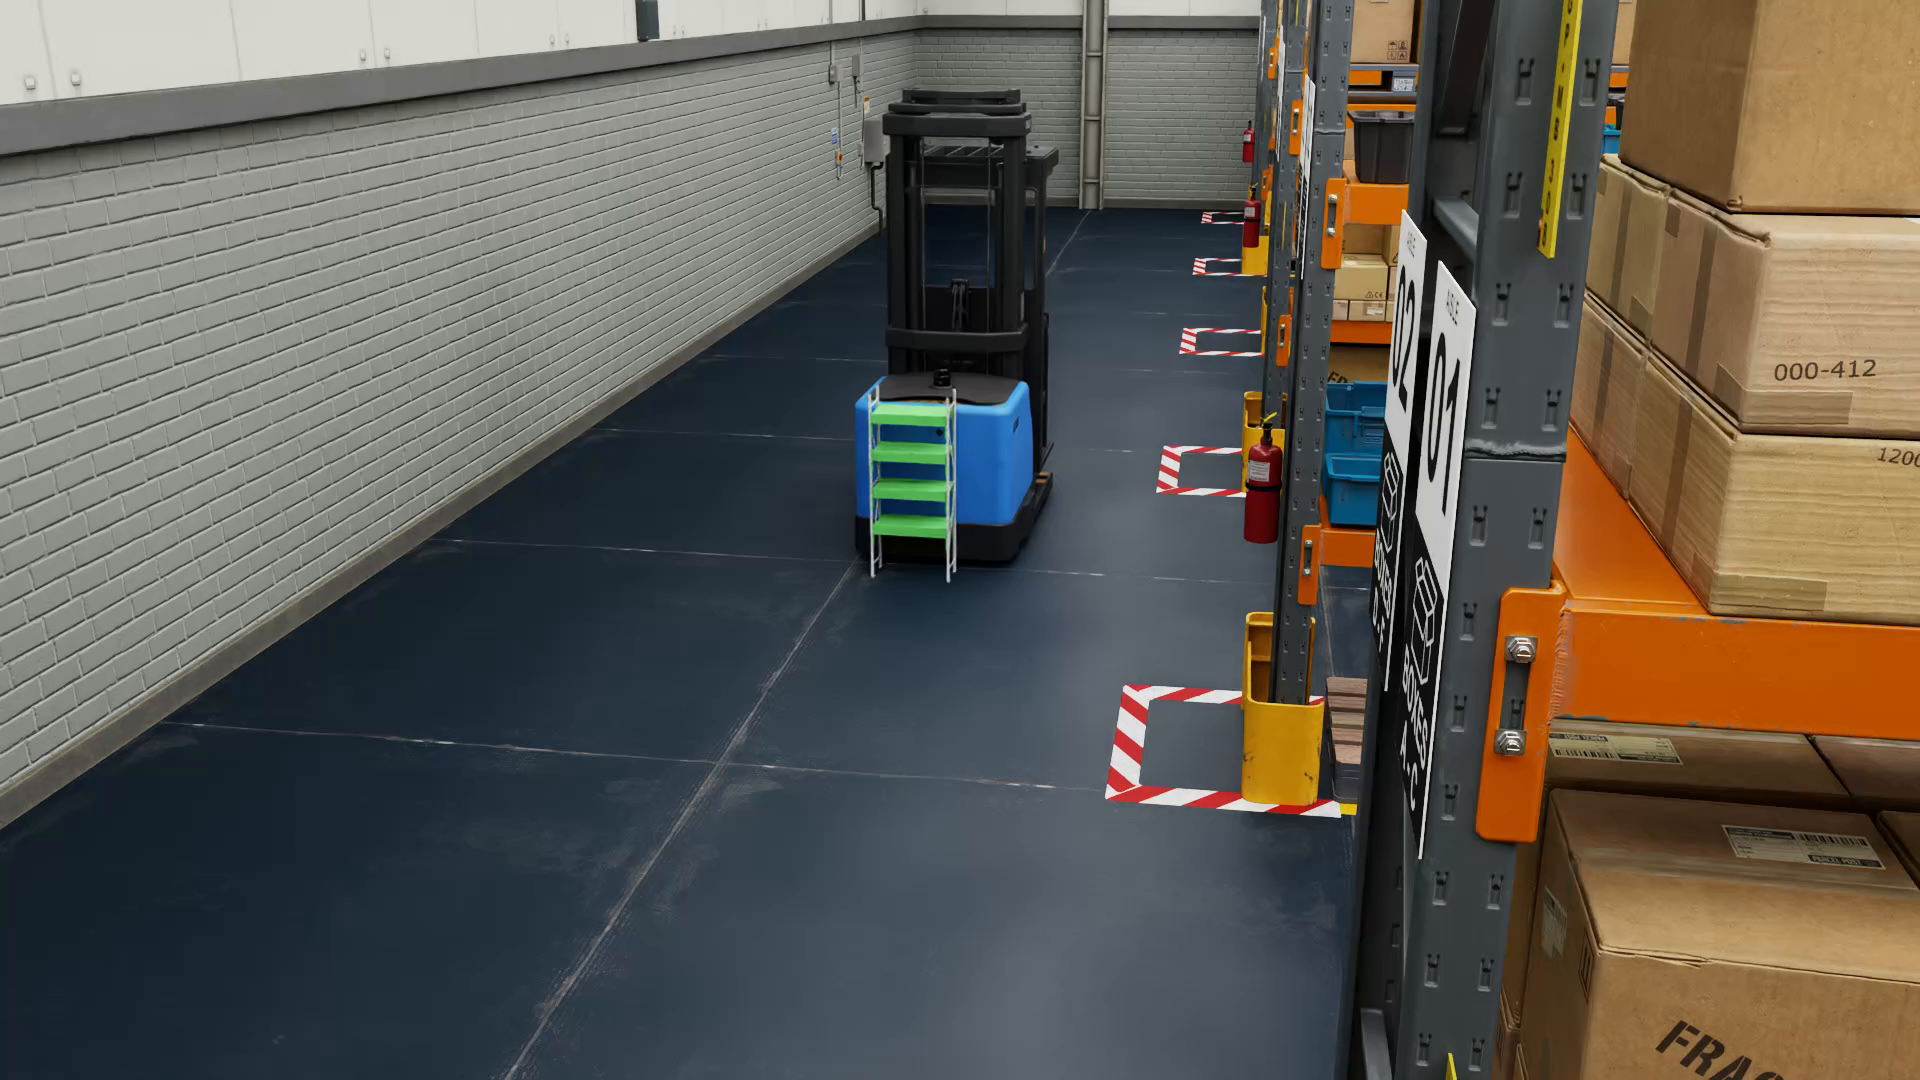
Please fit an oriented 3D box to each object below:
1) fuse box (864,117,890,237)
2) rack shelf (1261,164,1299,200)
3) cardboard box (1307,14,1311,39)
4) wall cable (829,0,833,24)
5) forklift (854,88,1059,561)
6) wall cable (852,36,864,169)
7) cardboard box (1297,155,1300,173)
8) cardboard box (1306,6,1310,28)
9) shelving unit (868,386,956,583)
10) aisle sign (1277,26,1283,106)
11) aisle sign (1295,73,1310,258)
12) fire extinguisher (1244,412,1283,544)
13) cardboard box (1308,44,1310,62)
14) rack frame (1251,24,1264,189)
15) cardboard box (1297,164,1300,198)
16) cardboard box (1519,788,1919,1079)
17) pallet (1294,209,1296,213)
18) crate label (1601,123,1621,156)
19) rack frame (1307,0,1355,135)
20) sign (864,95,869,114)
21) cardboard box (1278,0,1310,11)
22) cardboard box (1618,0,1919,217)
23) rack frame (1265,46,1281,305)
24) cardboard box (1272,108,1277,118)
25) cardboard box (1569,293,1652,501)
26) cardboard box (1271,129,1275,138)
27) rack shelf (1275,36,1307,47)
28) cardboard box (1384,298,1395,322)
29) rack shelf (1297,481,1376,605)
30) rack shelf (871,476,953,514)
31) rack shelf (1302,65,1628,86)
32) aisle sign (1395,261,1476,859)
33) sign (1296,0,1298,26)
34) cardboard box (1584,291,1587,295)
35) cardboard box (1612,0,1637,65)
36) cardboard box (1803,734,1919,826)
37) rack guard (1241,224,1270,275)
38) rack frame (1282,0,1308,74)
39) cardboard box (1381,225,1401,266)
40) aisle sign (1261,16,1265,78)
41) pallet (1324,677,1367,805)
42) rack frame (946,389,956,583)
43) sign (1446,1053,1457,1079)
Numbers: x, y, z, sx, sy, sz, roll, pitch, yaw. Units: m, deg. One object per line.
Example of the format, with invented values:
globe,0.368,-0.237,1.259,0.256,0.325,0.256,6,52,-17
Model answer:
fuse box,-1.148,-5.362,24.630,0.414,1.711,0.539,3,19,9
rack shelf,5.921,-4.603,21.468,4.000,0.370,1.077,3,19,9
cardboard box,3.756,-5.134,16.642,0.500,0.250,0.500,2,19,7
wall cable,-1.715,-8.088,21.294,0.029,3.000,0.463,3,19,9
forklift,0.084,-1.682,11.711,1.130,2.935,3.031,3,19,10
wall cable,-1.411,-6.248,23.649,0.122,1.984,0.588,3,19,9
cardboard box,4.375,-4.979,21.298,0.500,0.500,0.500,3,19,8
cardboard box,4.405,-6.649,21.136,0.500,0.250,0.500,1,19,4
shelving unit,-0.296,-0.347,10.449,0.503,1.200,0.258,3,19,10
aisle sign,3.141,-4.632,16.322,0.004,0.787,0.394,3,19,9
aisle sign,1.564,-1.717,7.611,0.004,0.787,0.394,3,19,9
fire extinguisher,1.512,-0.325,8.258,0.183,0.674,0.296,3,19,9
cardboard box,3.664,-4.738,16.246,0.500,0.250,0.500,4,19,11
rack frame,4.730,-6.601,26.303,0.127,3.000,1.000,3,19,9
cardboard box,3.745,-3.736,17.115,0.500,0.500,0.500,3,19,10
cardboard box,1.196,0.746,2.613,0.500,0.500,0.500,3,19,10
pallet,5.592,-5.234,26.615,1.213,0.211,1.003,3,19,9
crate label,2.448,-1.593,6.844,0.502,0.251,0.408,3,19,9
rack frame,1.589,-3.234,6.786,0.127,3.000,1.000,3,19,9
sign,-1.361,-6.357,24.274,0.001,0.242,0.339,3,19,9
cardboard box,5.128,-8.229,25.422,0.500,0.250,0.500,3,19,8
cardboard box,1.309,-0.761,2.388,0.500,0.500,0.700,3,19,9
rack frame,3.261,-3.489,17.005,0.127,3.000,1.000,3,19,9
cardboard box,5.226,-6.730,26.459,0.500,0.250,0.500,3,19,10
cardboard box,1.348,-0.245,2.818,0.500,0.250,0.500,3,19,9
cardboard box,5.011,-6.379,26.036,0.250,0.149,0.380,3,19,8
rack shelf,6.705,-7.581,25.640,4.000,0.370,1.077,3,19,9
cardboard box,3.179,-1.675,11.978,0.250,0.149,0.380,2,19,7
rack shelf,3.563,0.053,7.551,4.000,0.370,1.077,3,19,9
rack shelf,-0.296,-0.286,10.469,0.480,0.148,0.258,3,19,10
rack shelf,5.236,-4.470,16.342,4.000,0.370,1.077,3,19,9
aisle sign,0.685,0.018,2.424,0.004,0.787,0.394,3,19,9
sign,2.280,-3.642,11.230,0.005,0.325,0.100,3,19,9
cardboard box,4.331,-1.827,11.803,0.500,0.250,0.500,3,19,8
cardboard box,4.518,-3.576,11.558,0.500,0.500,0.700,4,19,11
cardboard box,1.781,0.603,3.042,0.500,0.500,0.500,3,19,10
rack guard,3.923,-3.861,22.055,0.348,0.500,1.175,3,19,9
rack frame,2.374,-4.786,11.424,0.127,3.000,1.000,3,19,9
cardboard box,3.299,-2.232,11.833,0.500,0.500,0.500,2,19,7
aisle sign,3.924,-6.379,21.543,0.004,0.787,0.394,3,19,9
pallet,2.397,0.987,8.020,1.213,0.211,1.003,3,19,9
rack frame,-0.056,-0.333,10.407,0.015,1.200,0.240,3,19,10
sign,0.713,0.922,2.455,0.005,0.325,0.100,3,19,9
